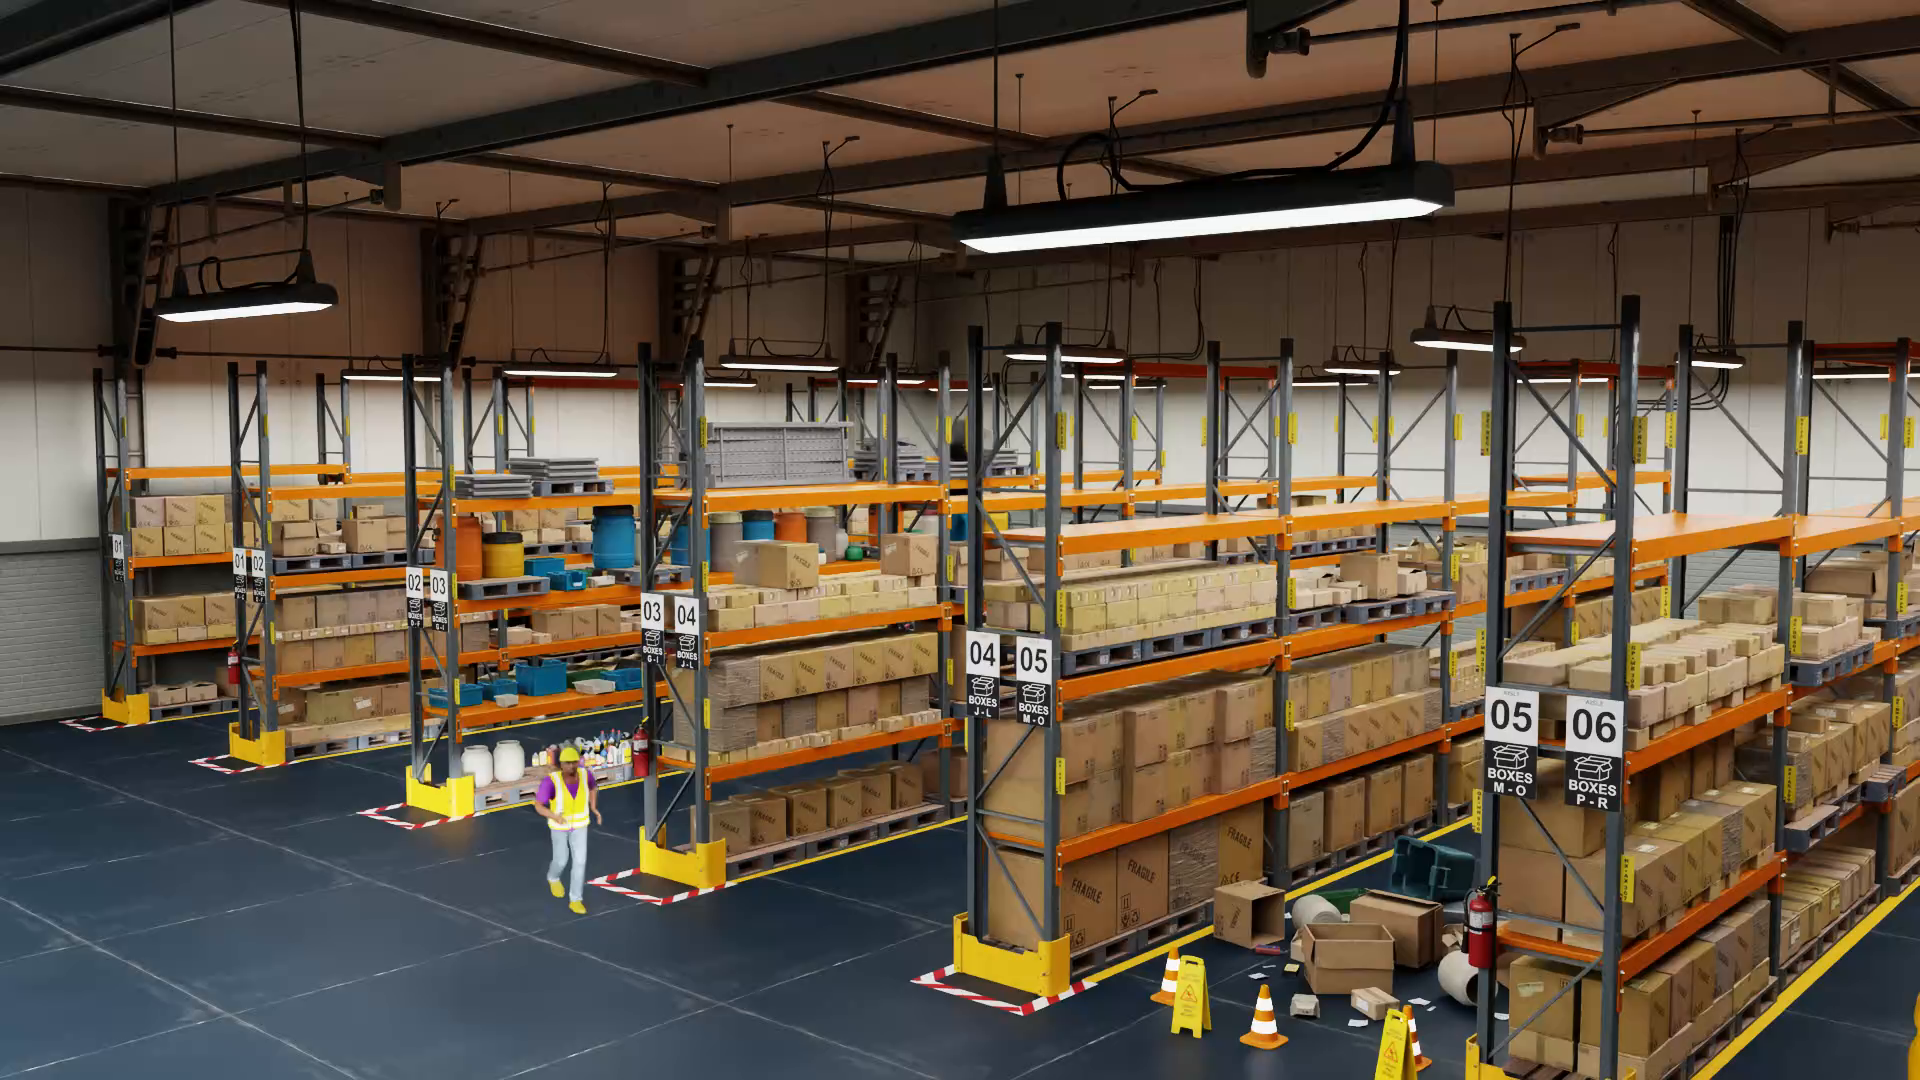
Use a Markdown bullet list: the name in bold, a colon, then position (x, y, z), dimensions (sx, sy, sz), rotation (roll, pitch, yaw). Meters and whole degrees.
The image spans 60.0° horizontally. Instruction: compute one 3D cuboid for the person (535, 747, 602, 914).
- **person**: position (-4.160, 3.013, 17.561), dimensions (0.703, 1.729, 0.907), rotation (-2, 5, -27)
